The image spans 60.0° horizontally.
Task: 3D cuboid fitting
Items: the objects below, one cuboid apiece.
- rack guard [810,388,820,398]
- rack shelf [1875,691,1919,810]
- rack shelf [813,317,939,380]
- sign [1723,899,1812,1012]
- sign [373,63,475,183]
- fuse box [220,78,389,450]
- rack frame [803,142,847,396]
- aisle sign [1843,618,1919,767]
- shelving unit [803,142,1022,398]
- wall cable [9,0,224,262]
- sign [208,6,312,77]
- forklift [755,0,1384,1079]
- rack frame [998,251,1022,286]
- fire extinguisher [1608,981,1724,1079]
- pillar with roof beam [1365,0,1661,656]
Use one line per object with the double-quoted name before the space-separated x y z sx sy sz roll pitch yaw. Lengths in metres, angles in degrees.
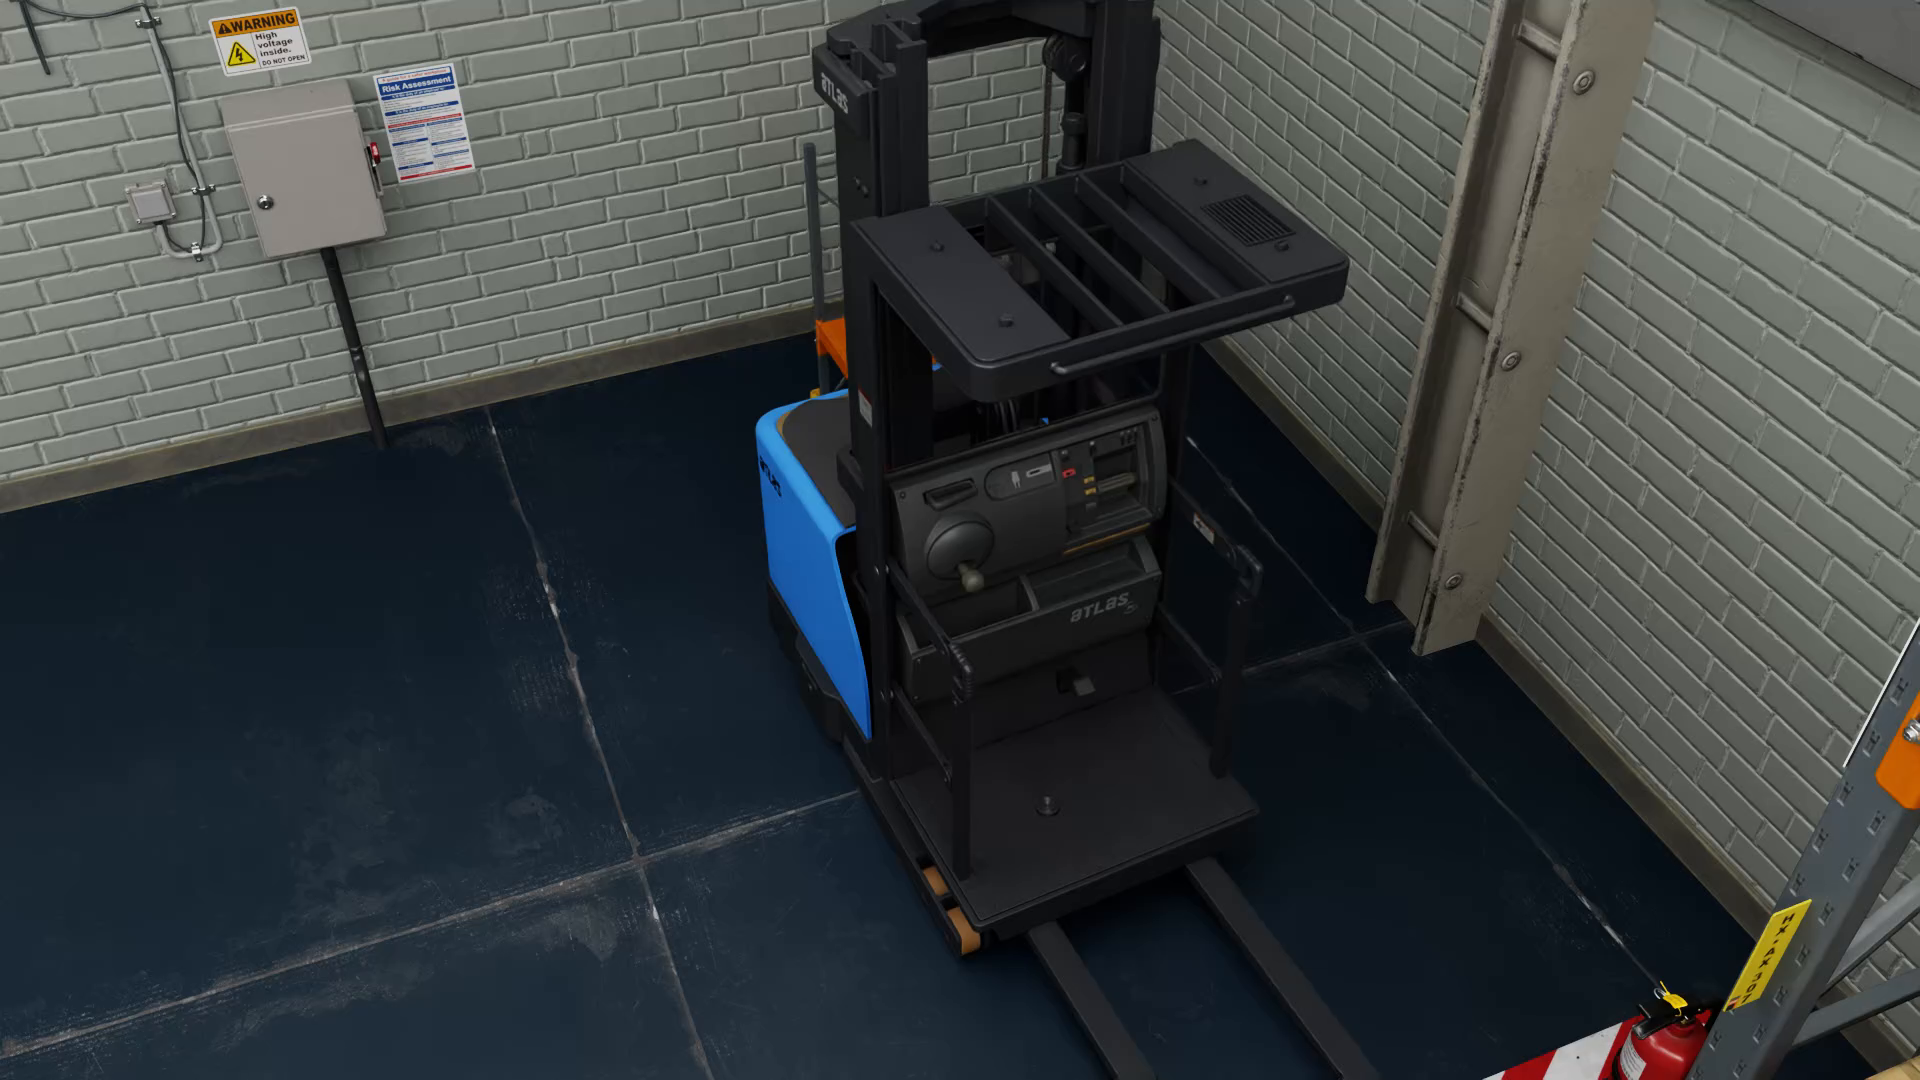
"rack guard" -0.411 -0.645 7.808 0.587 0.250 0.087 -16 43 -18
"rack shelf" 2.877 1.365 1.613 1.077 0.370 4.000 -15 43 -17
"rack shelf" -0.206 -0.680 7.166 0.538 0.185 1.000 -16 43 -18
"sign" 1.611 0.832 3.318 0.100 0.325 0.005 -15 43 -17
"sign" -2.278 -1.774 7.085 0.329 0.494 0.001 -15 43 -17
"fuse box" -2.655 -1.073 7.186 0.539 1.711 0.414 -15 43 -17
"rack frame" -0.412 -1.120 7.402 0.500 1.500 0.032 -16 43 -18
"aisle sign" 1.815 0.071 2.873 0.394 0.787 0.004 -15 43 -17
"shelving unit" -0.210 -0.822 7.055 0.587 1.500 1.083 -16 43 -18
"wall cable" -3.346 -1.872 6.347 0.588 1.984 0.122 -15 43 -17
"sign" -2.785 -1.986 6.625 0.339 0.242 0.001 -15 43 -17
"forklift" 0.329 -0.044 5.053 1.130 2.935 3.031 -18 44 -20
"rack frame" 0.000 -0.513 6.697 0.500 1.500 0.032 -16 43 -18
"fire extinguisher" 1.629 1.222 3.873 0.296 0.674 0.183 -15 43 -17
"pillar with roof beam" -2.064 -2.025 2.703 9.100 9.000 0.400 -15 43 -17
